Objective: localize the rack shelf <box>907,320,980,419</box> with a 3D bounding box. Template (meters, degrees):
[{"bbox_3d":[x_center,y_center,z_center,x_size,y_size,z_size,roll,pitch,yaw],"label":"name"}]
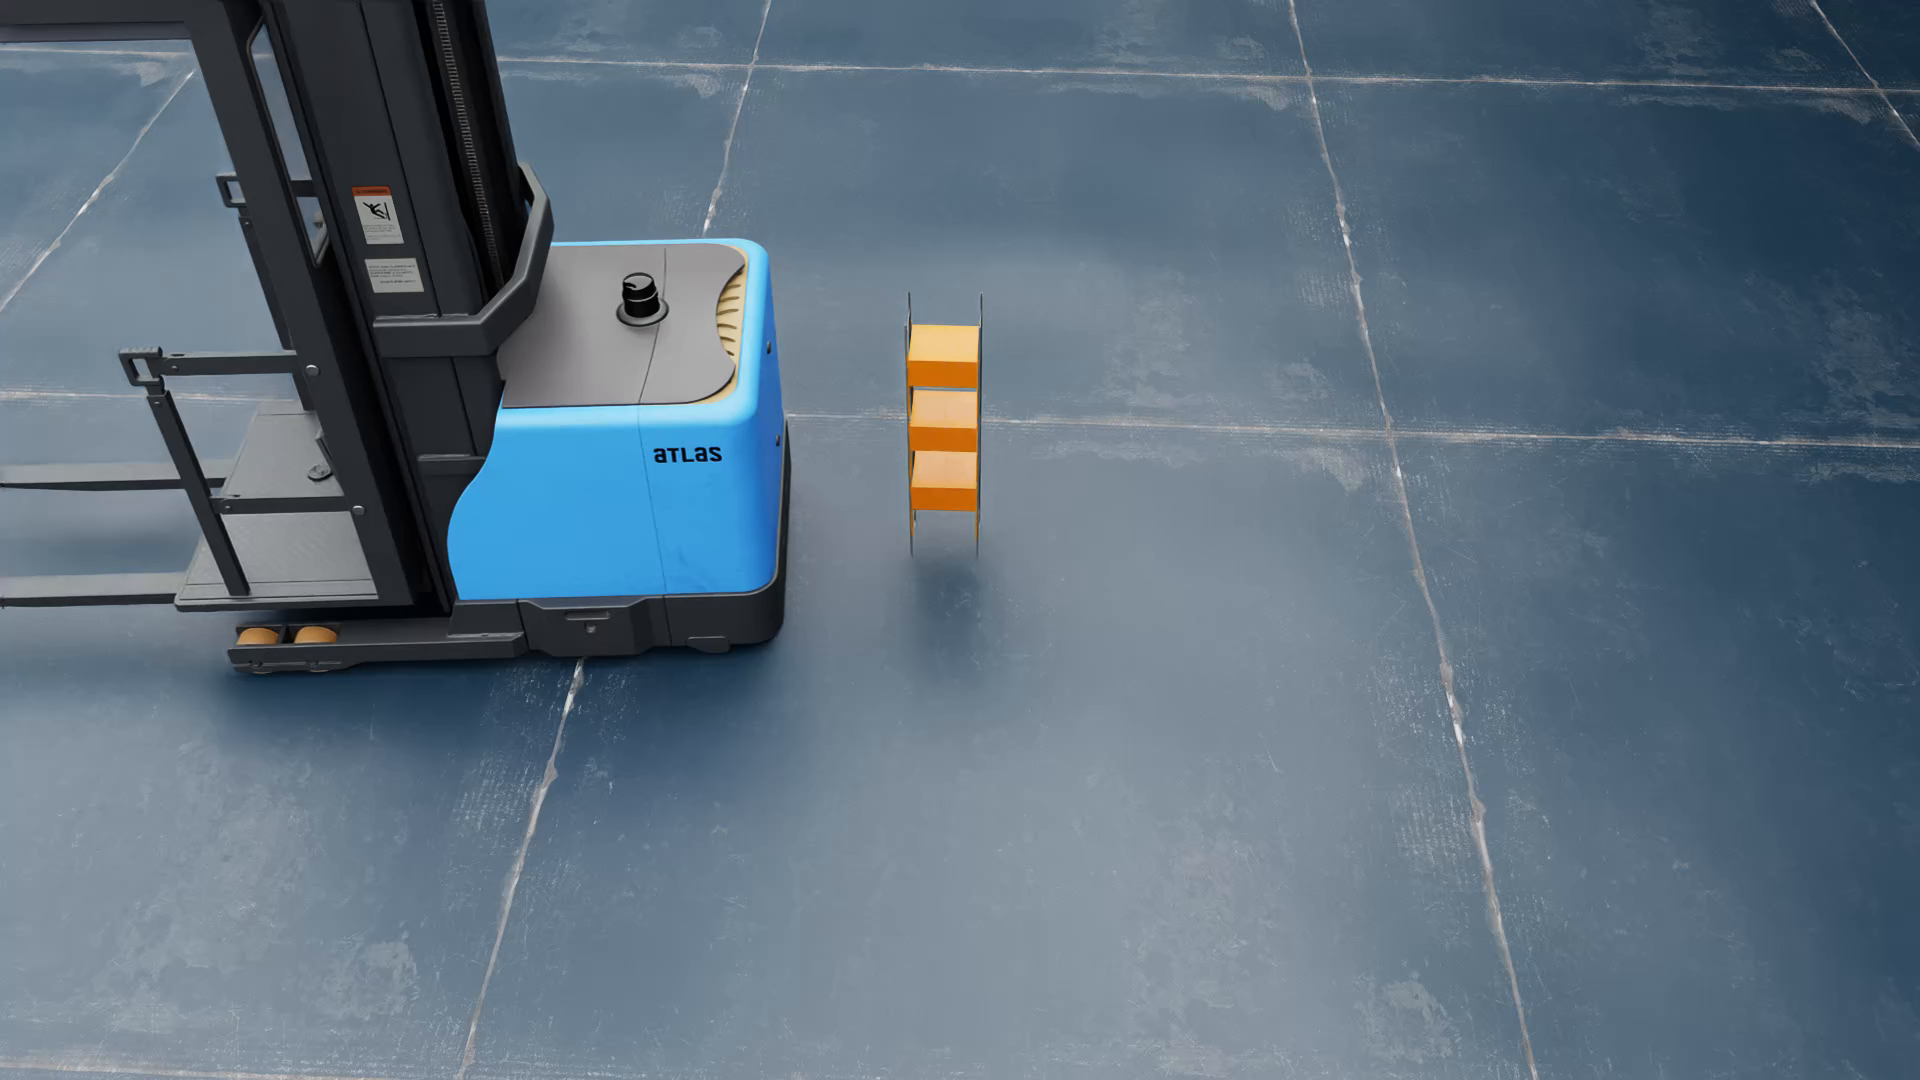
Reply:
[{"bbox_3d":[-0.053,-0.586,5.708,0.240,0.259,0.215,2,43,2],"label":"rack shelf"}]

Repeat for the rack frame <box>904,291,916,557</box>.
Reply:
[{"bbox_3d":[-0.175,-0.390,5.898,0.008,1.050,0.200,2,43,2],"label":"rack frame"}]

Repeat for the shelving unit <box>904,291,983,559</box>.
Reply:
[{"bbox_3d":[-0.053,-0.386,5.894,0.252,1.050,0.215,2,43,2],"label":"shelving unit"}]

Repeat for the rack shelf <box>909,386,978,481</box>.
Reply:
[{"bbox_3d":[-0.053,-0.378,5.901,0.240,0.259,0.215,2,43,2],"label":"rack shelf"}]

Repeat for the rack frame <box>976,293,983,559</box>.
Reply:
[{"bbox_3d":[0.068,-0.382,5.890,0.008,1.050,0.200,2,43,2],"label":"rack frame"}]

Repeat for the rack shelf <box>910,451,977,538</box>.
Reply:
[{"bbox_3d":[-0.053,-0.175,6.091,0.240,0.259,0.215,2,43,2],"label":"rack shelf"}]

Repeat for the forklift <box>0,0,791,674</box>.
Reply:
[{"bbox_3d":[-2.151,-0.979,5.151,3.031,2.935,1.130,-2,43,-2],"label":"forklift"}]
